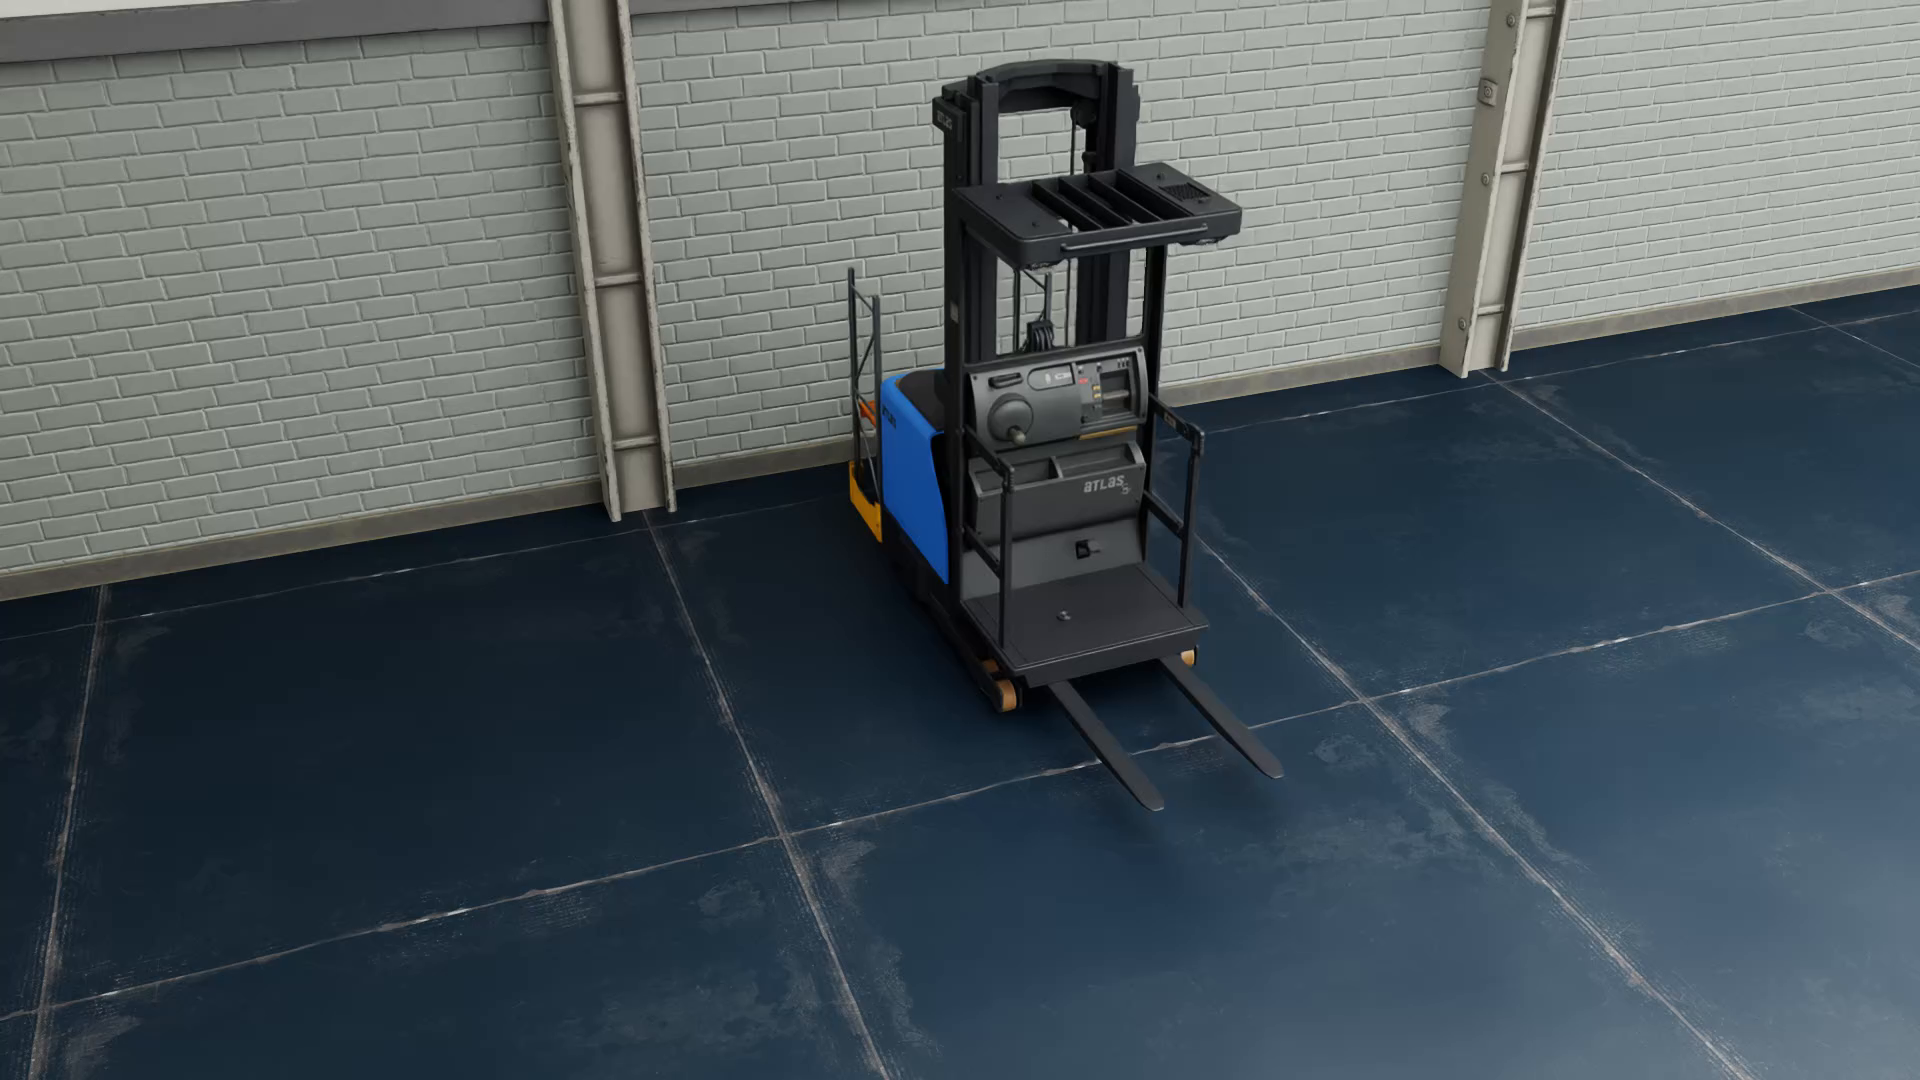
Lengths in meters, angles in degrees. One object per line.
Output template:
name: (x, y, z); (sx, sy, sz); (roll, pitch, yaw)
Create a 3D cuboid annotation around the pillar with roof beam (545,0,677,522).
pillar with roof beam: (-0.448, -2.127, 4.392); (0.400, 9.000, 9.100); (-10, 31, -18)

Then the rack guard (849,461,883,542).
rack guard: (-0.536, -0.235, 9.910); (0.087, 0.250, 0.587); (-11, 31, -18)

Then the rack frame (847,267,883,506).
rack frame: (-0.537, -0.778, 9.600); (0.032, 1.500, 0.500); (-11, 31, -18)

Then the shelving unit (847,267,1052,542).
shelving unit: (-0.070, -0.865, 9.753); (1.083, 1.500, 0.587); (-11, 31, -18)

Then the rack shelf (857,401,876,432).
rack shelf: (-0.061, -0.710, 9.845); (1.000, 0.185, 0.538); (-11, 31, -18)

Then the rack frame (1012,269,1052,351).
rack frame: (0.414, -0.955, 9.912); (0.032, 1.500, 0.500); (-11, 31, -18)

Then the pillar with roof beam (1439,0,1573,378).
pillar with roof beam: (5.176, -3.162, 6.210); (0.400, 9.000, 9.100); (-10, 31, -18)

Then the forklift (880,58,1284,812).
forklift: (0.573, -0.656, 7.941); (1.130, 2.935, 3.031); (-11, 32, -19)
